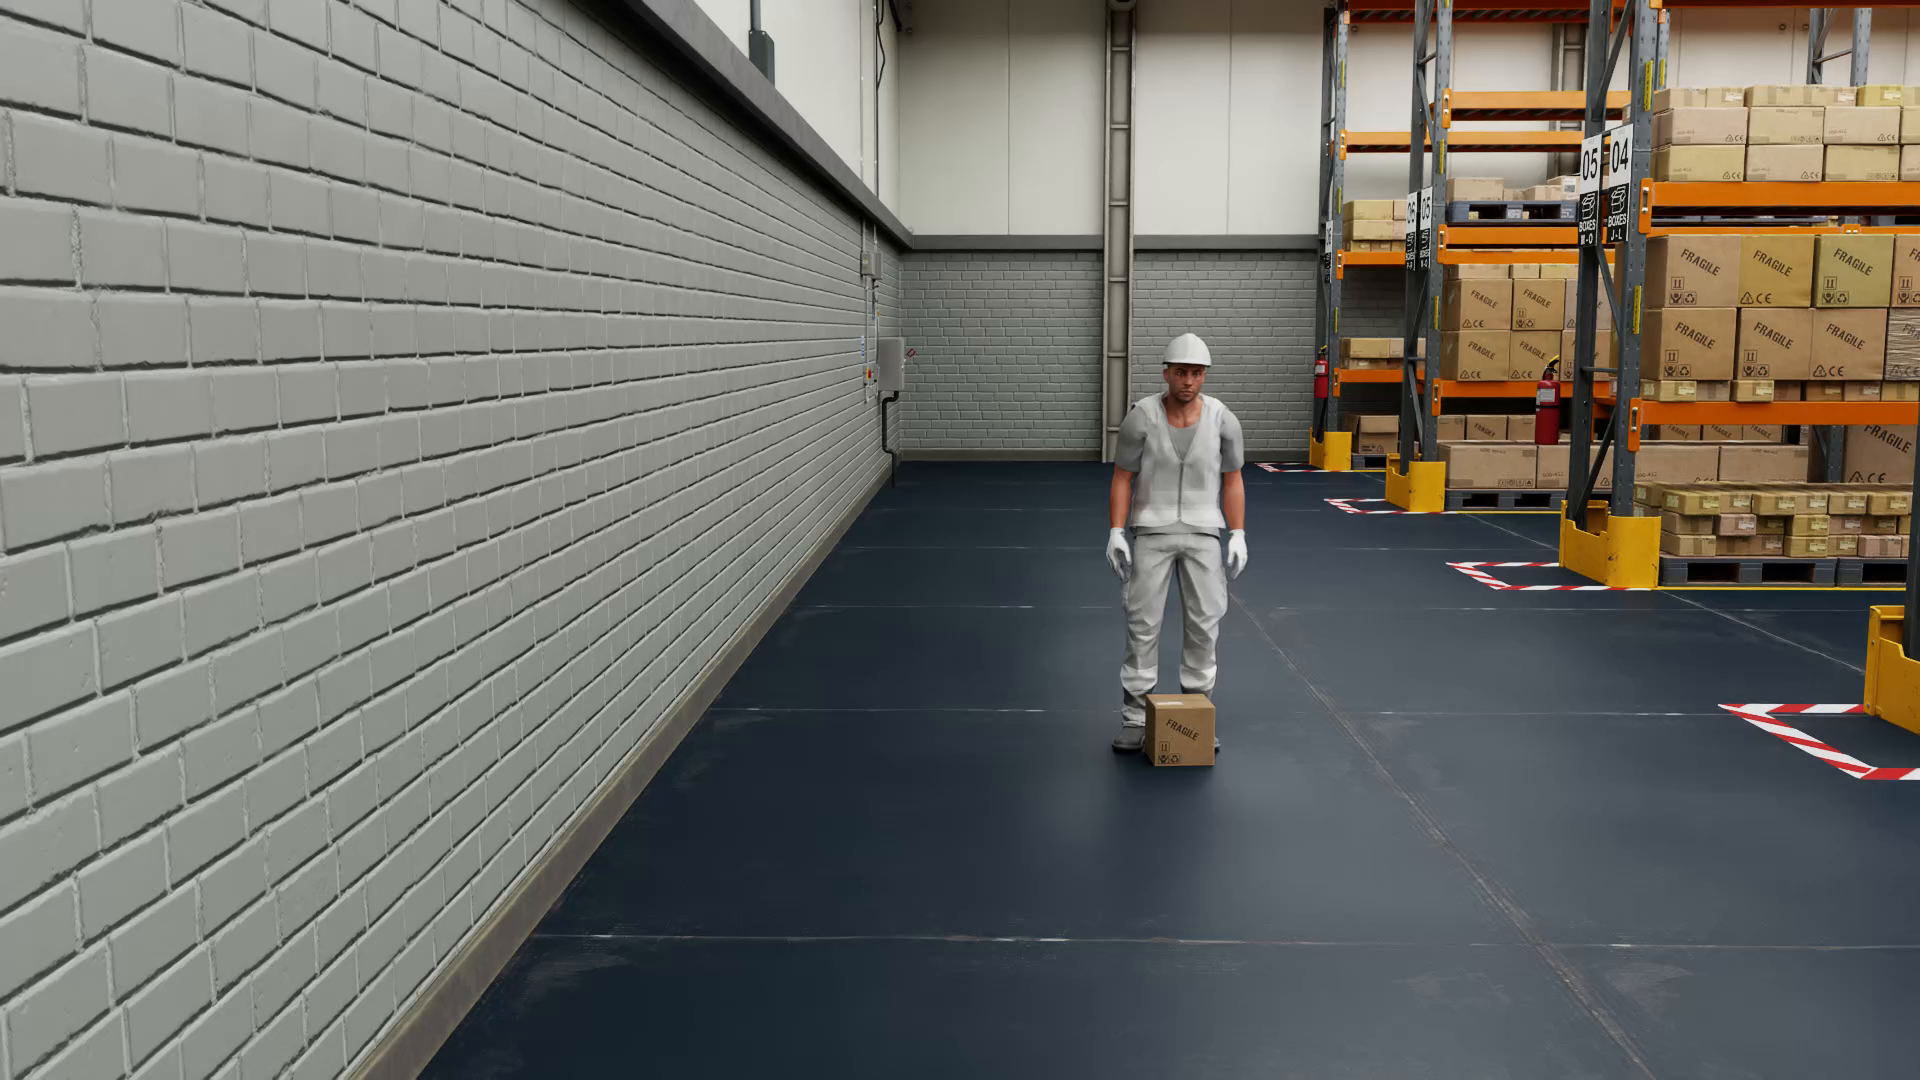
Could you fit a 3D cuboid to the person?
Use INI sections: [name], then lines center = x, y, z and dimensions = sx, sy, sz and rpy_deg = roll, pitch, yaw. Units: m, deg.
[person]
center = 0.928, 0.012, 7.111
dimensions = 0.609, 1.779, 0.454
rpy_deg = 0, 7, 1
